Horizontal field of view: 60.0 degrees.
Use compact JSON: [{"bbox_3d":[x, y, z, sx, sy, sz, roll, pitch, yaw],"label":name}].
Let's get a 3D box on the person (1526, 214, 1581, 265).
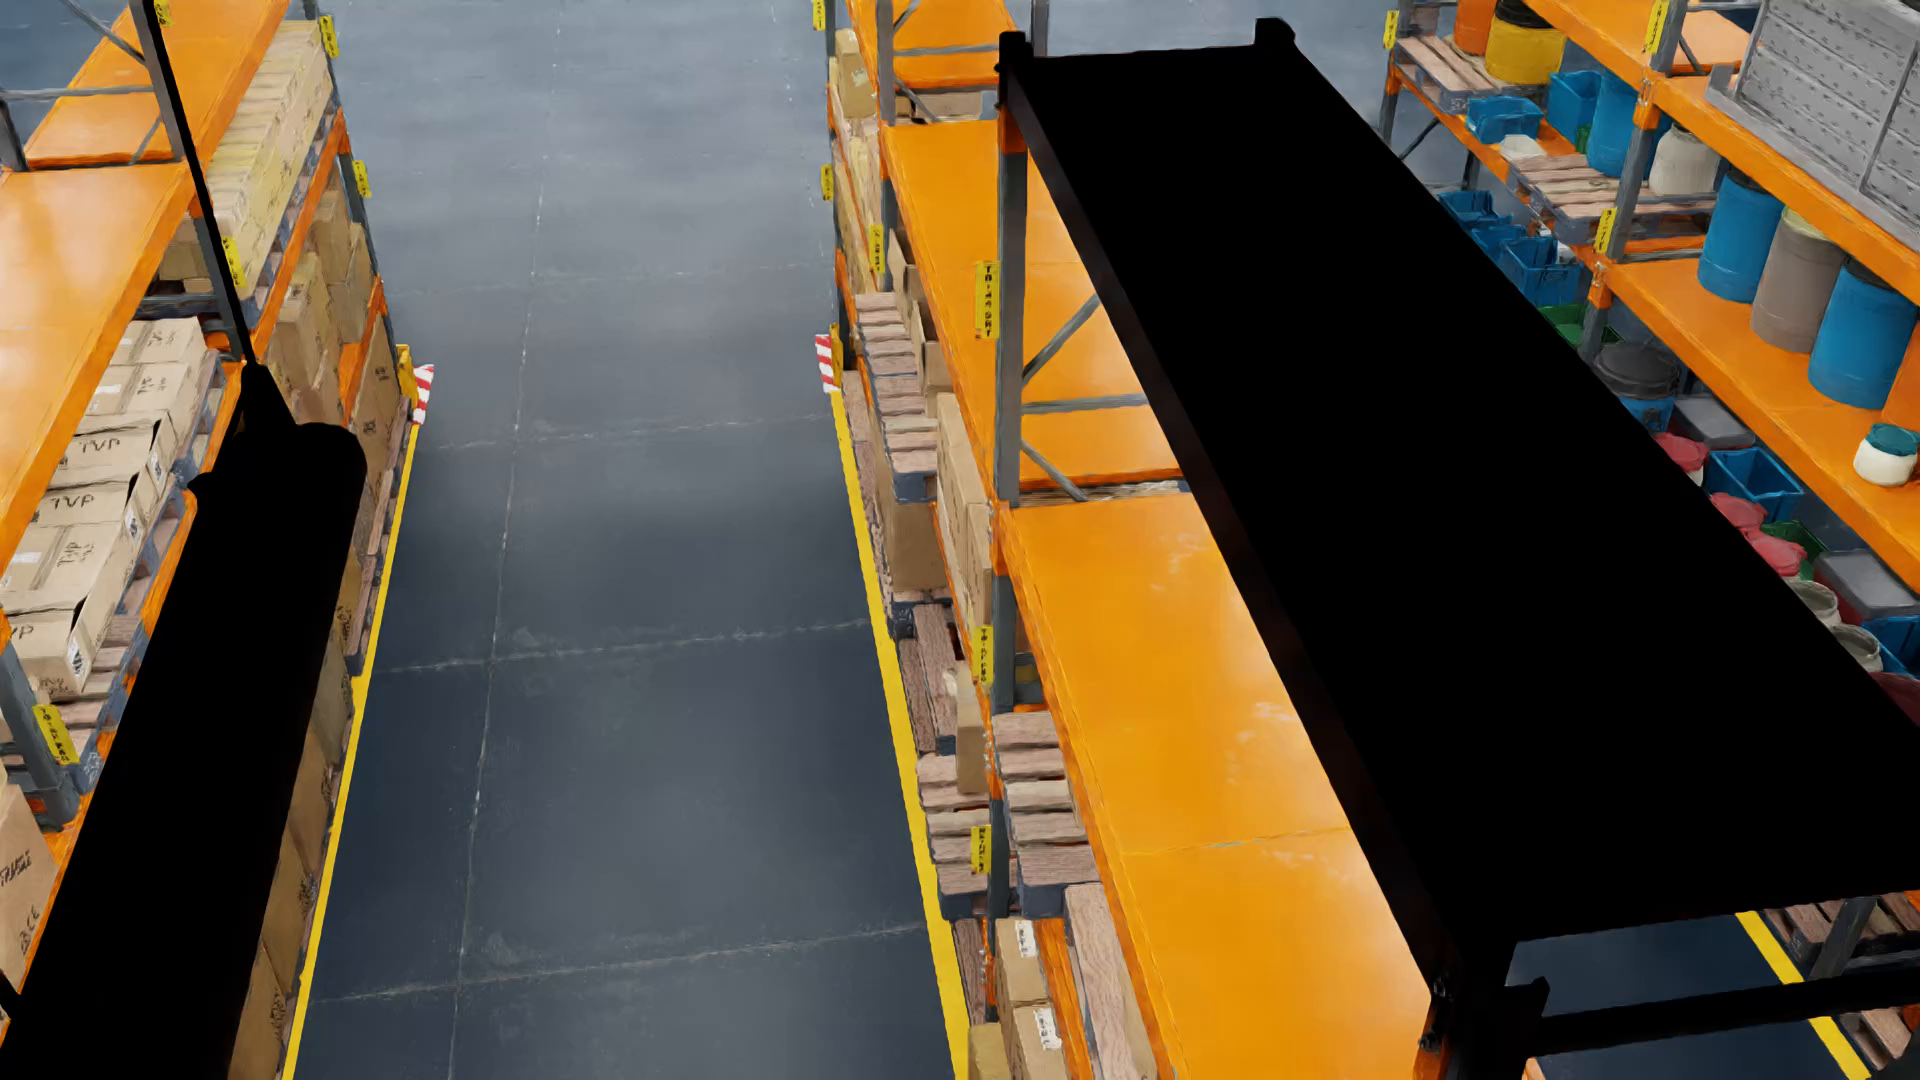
[{"bbox_3d":[5.638,-2.852,15.954,0.497,1.596,1.013,-8,37,-11],"label":"person"}]
